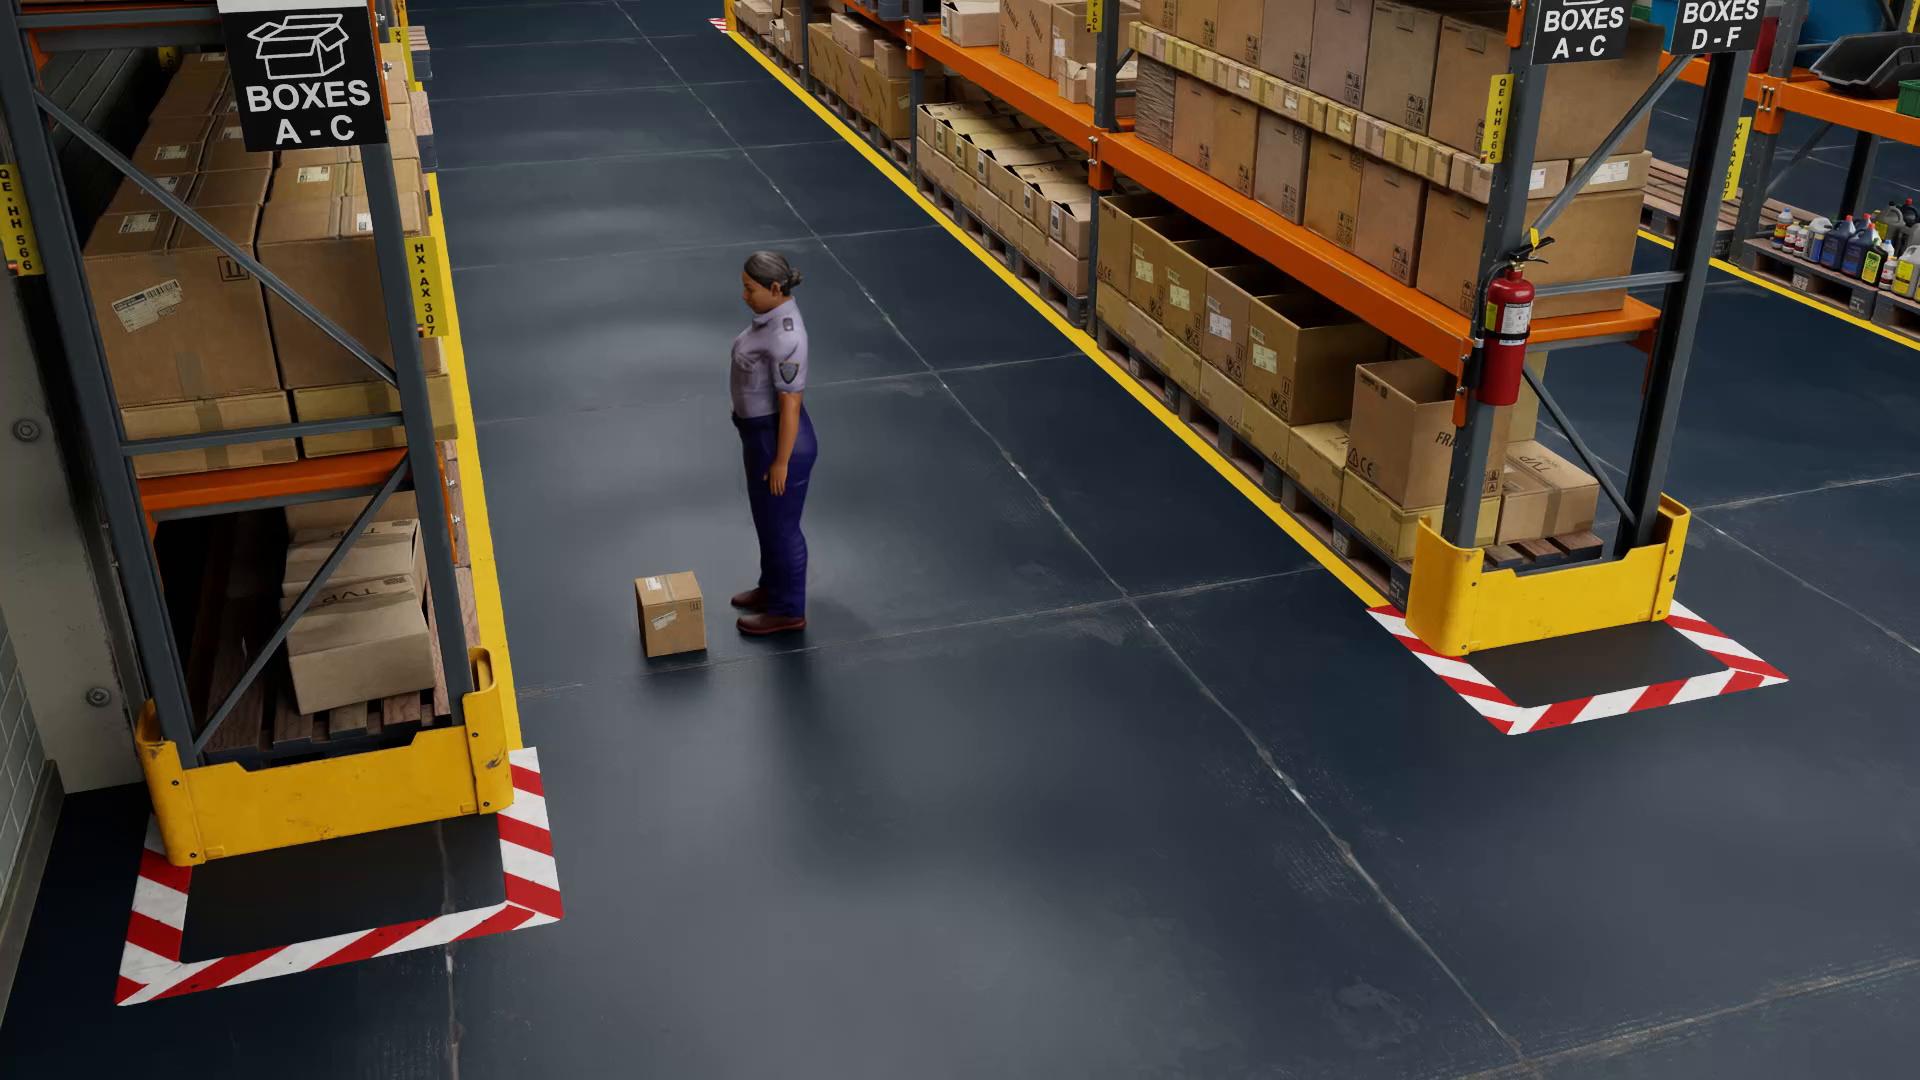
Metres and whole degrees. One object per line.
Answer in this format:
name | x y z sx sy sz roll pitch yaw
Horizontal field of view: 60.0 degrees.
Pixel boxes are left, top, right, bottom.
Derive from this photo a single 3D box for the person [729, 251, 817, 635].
person | -0.794 -0.386 6.886 0.390 1.671 0.490 -5 27 -9
